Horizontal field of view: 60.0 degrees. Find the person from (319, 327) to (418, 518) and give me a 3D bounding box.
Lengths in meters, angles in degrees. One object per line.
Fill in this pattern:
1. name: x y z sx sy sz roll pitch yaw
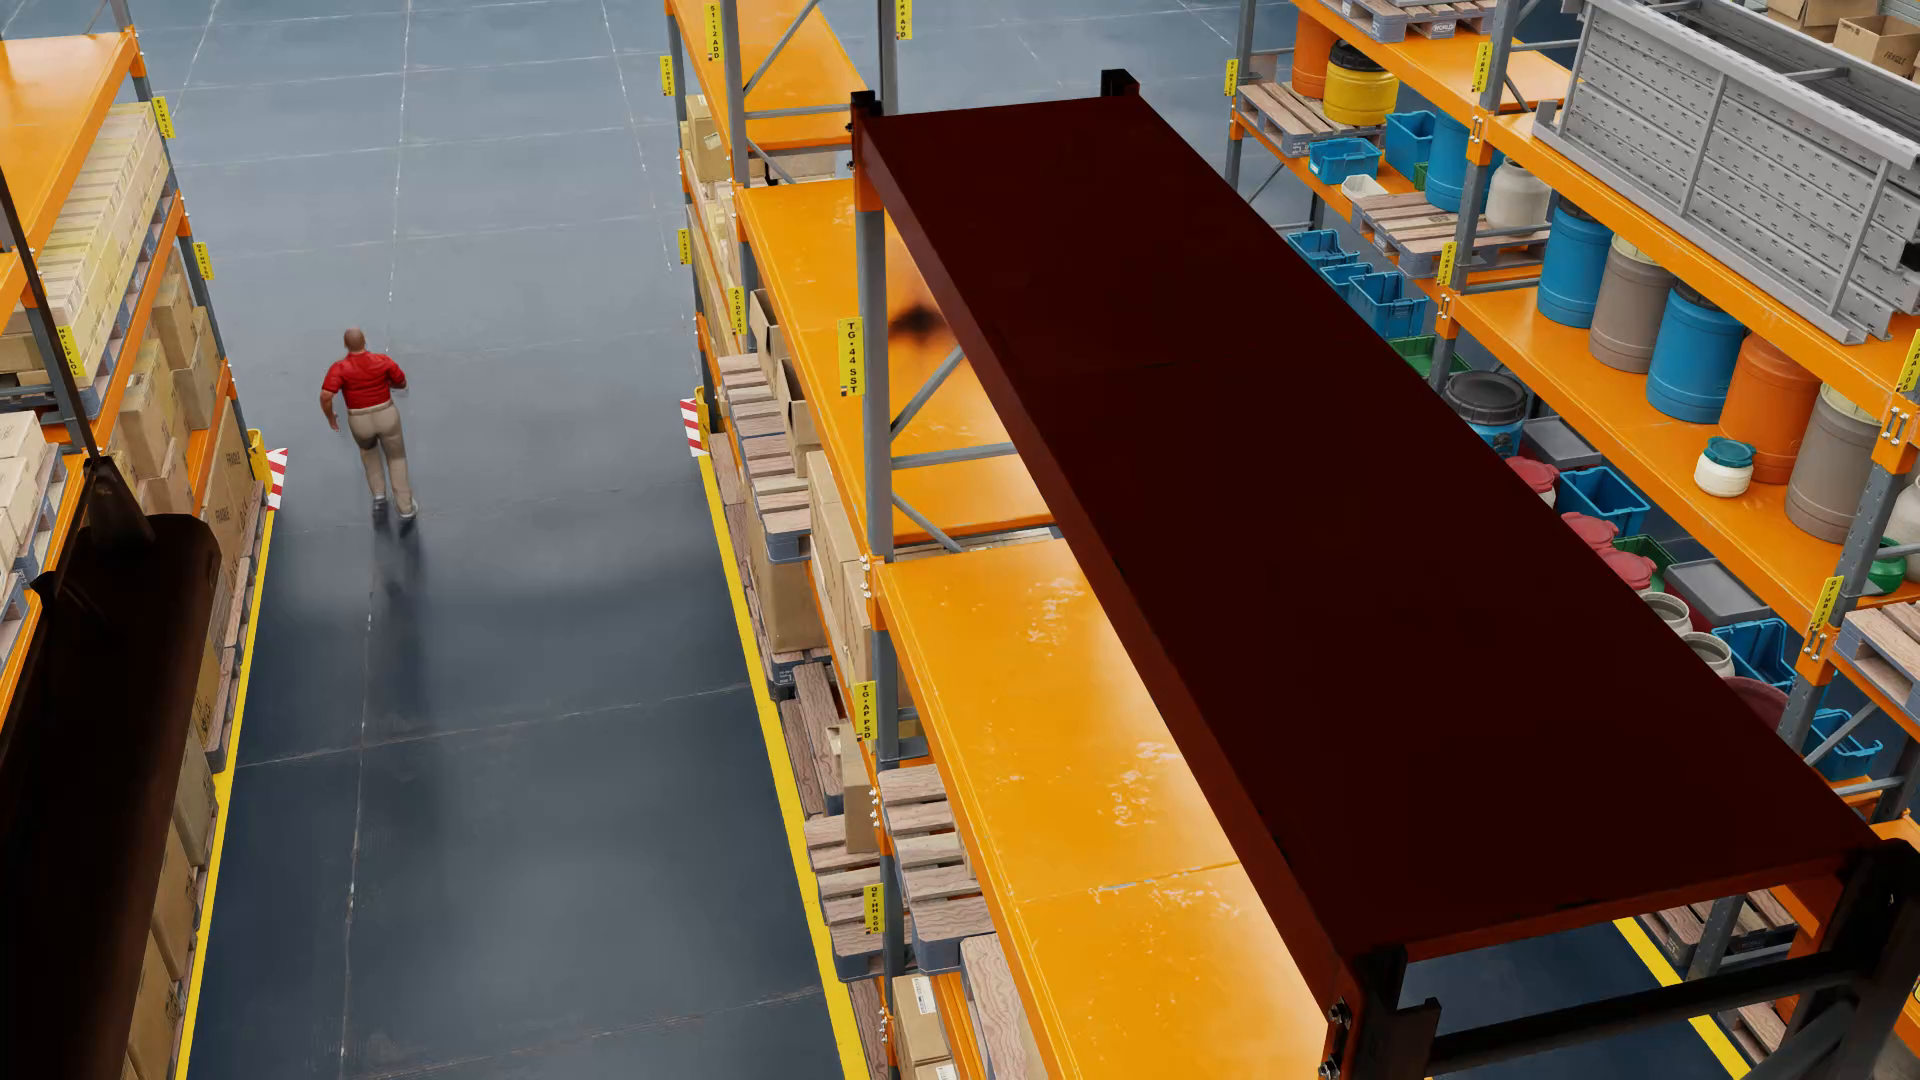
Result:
1. person: -4.953 -0.961 14.017 0.693 1.807 0.759 -11 36 -15
